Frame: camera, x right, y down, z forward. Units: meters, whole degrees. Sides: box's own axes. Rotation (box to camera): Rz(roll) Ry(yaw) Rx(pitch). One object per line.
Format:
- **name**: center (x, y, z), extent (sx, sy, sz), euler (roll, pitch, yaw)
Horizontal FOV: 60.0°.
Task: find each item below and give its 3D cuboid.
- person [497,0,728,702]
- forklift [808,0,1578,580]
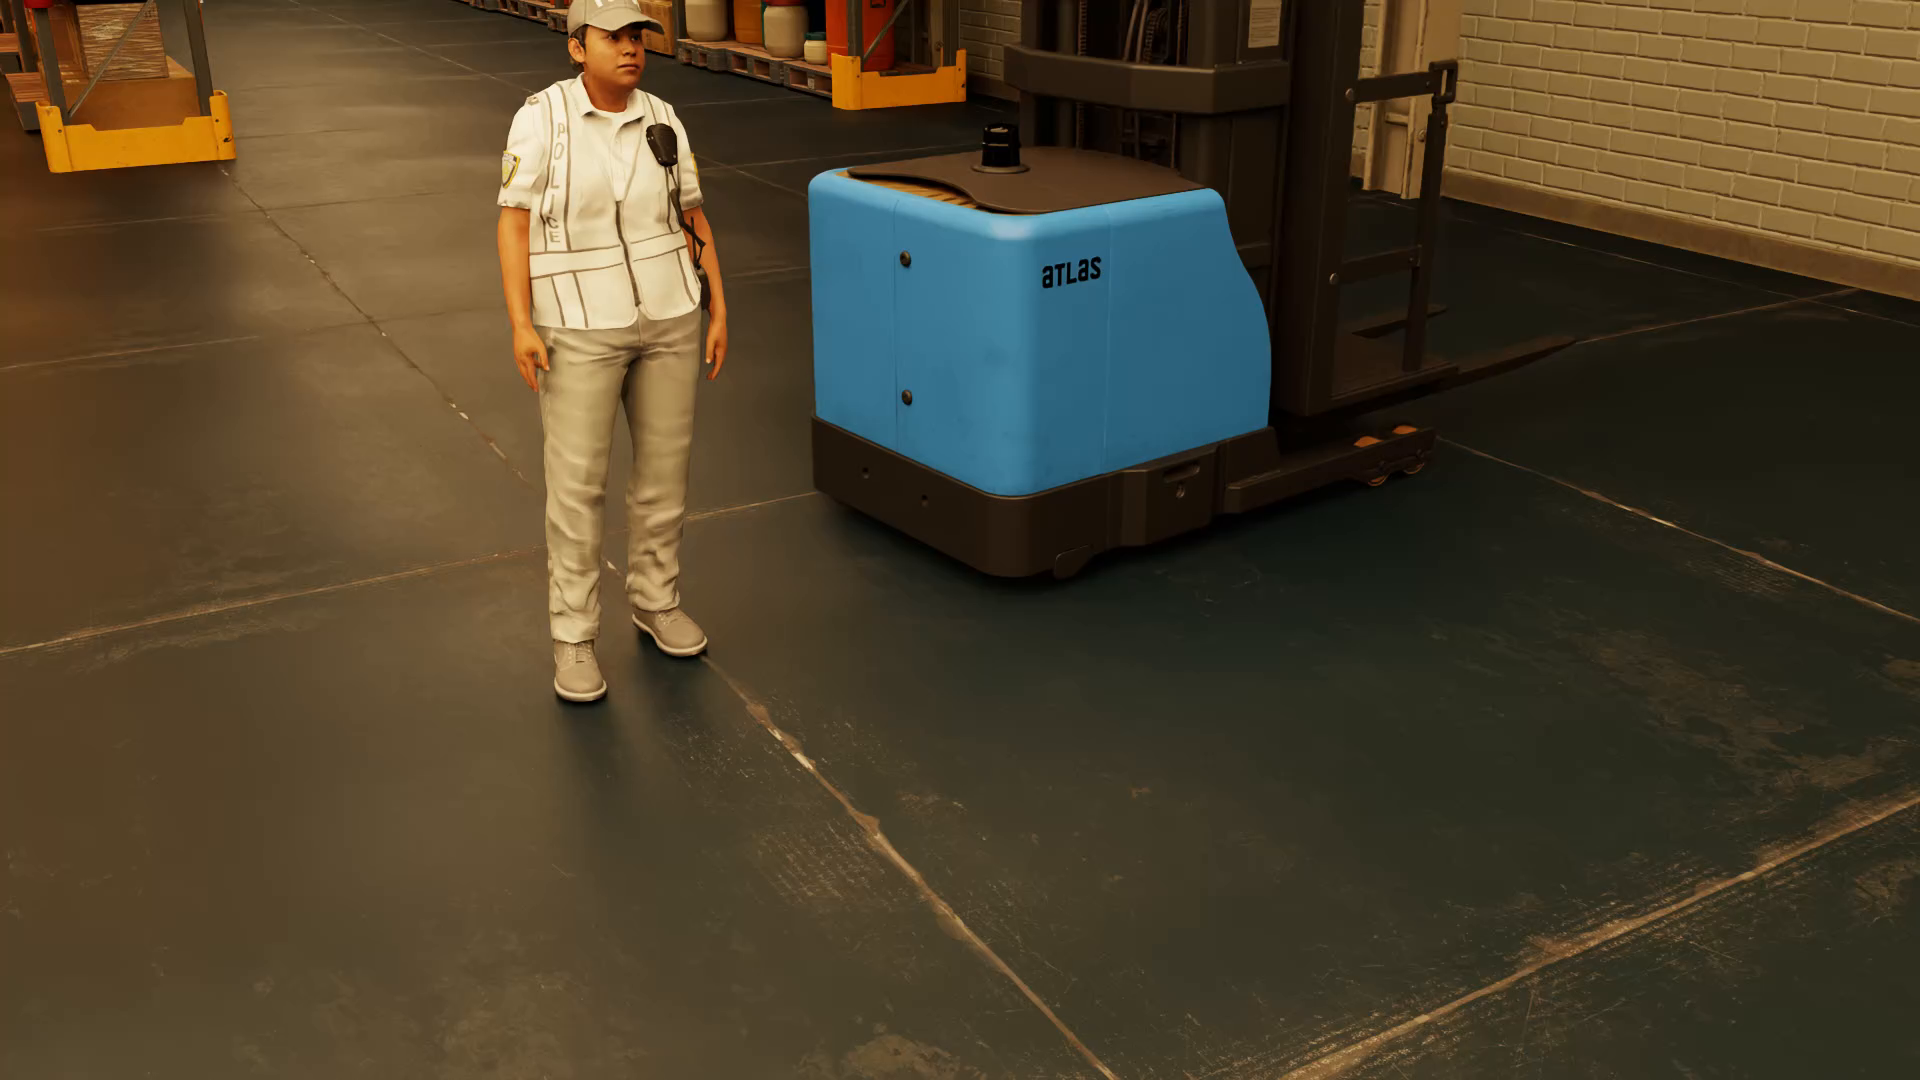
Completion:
- **person**: center (-0.837, -0.496, 4.128), extent (0.599, 1.670, 0.529), euler (-12, 25, -28)
- **forklift**: center (0.999, -1.677, 5.360), extent (3.031, 2.935, 1.130), euler (-17, 27, -35)
